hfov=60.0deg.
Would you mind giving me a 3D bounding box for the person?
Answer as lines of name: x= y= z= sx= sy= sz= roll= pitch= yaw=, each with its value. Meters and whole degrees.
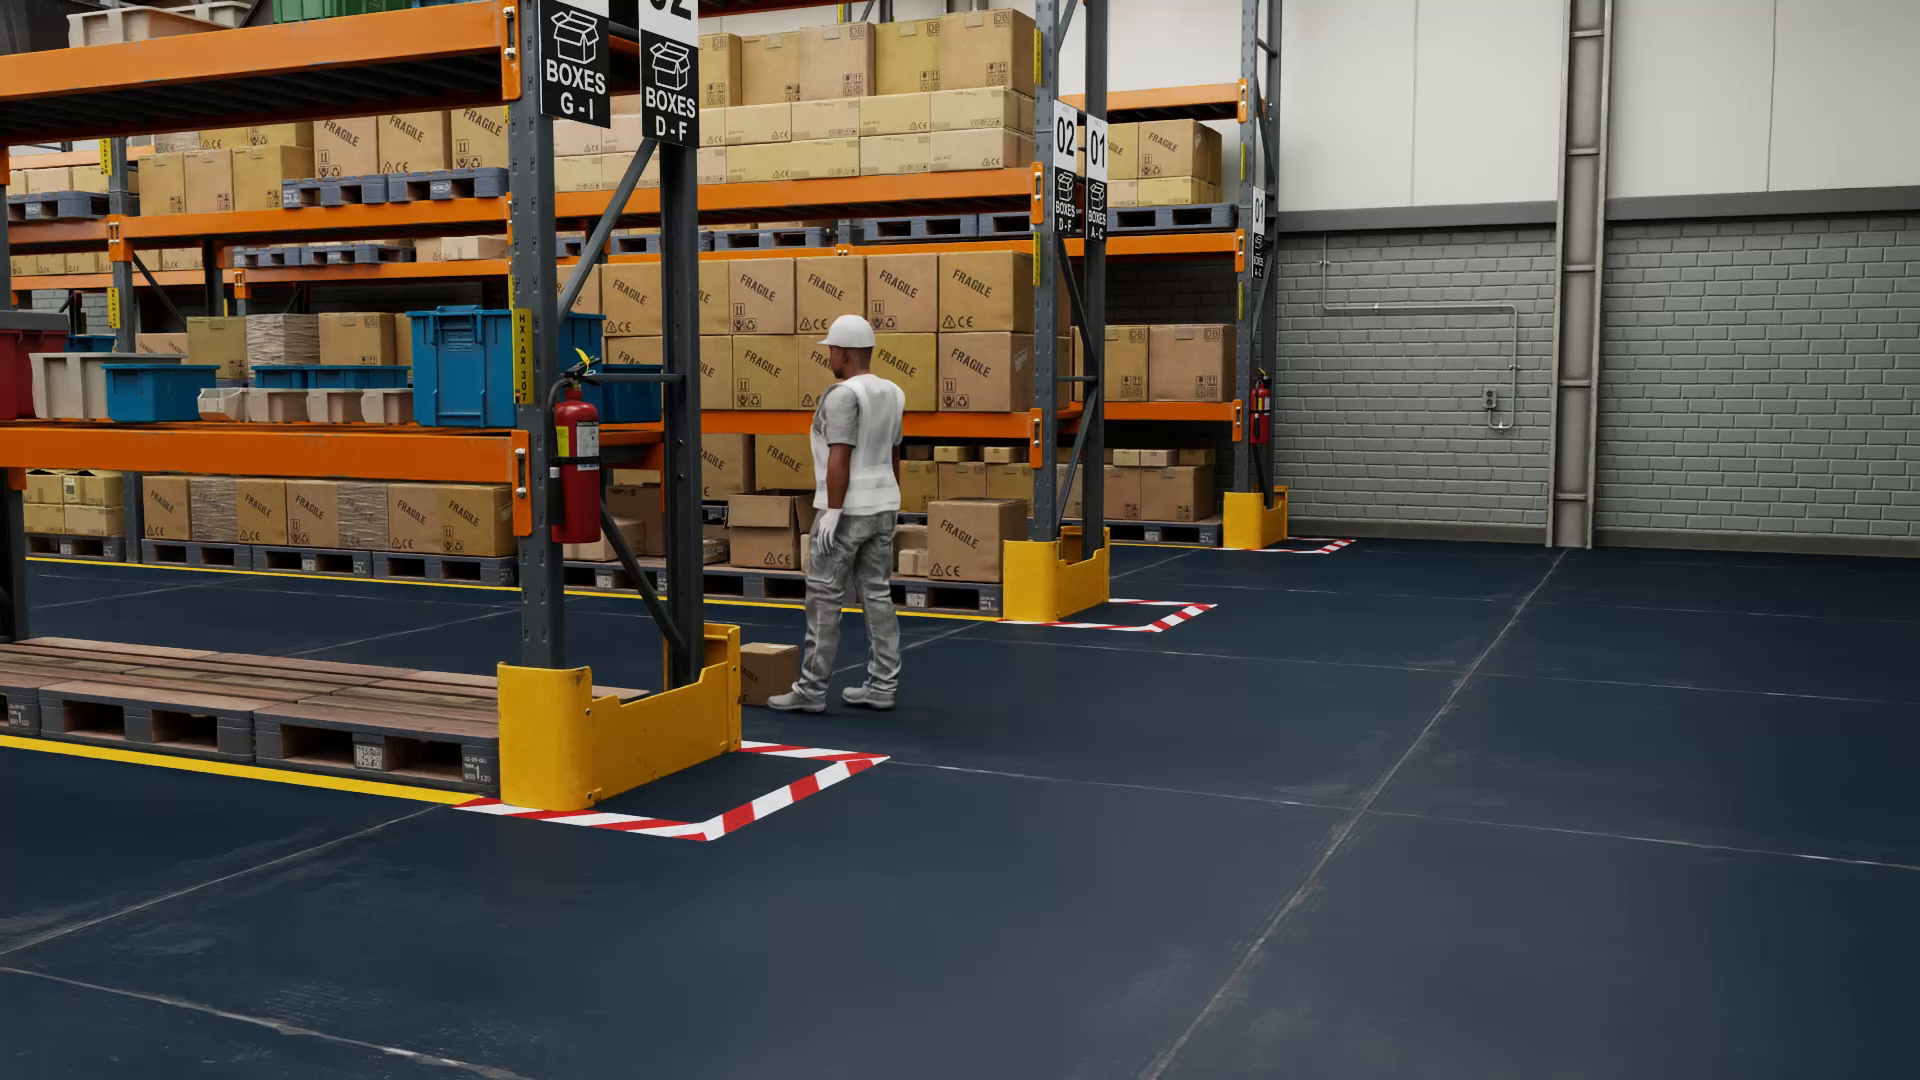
person: x=-0.552 y=-0.124 z=7.589 sx=0.547 sy=1.787 sz=0.598 roll=3 pitch=6 yaw=32
